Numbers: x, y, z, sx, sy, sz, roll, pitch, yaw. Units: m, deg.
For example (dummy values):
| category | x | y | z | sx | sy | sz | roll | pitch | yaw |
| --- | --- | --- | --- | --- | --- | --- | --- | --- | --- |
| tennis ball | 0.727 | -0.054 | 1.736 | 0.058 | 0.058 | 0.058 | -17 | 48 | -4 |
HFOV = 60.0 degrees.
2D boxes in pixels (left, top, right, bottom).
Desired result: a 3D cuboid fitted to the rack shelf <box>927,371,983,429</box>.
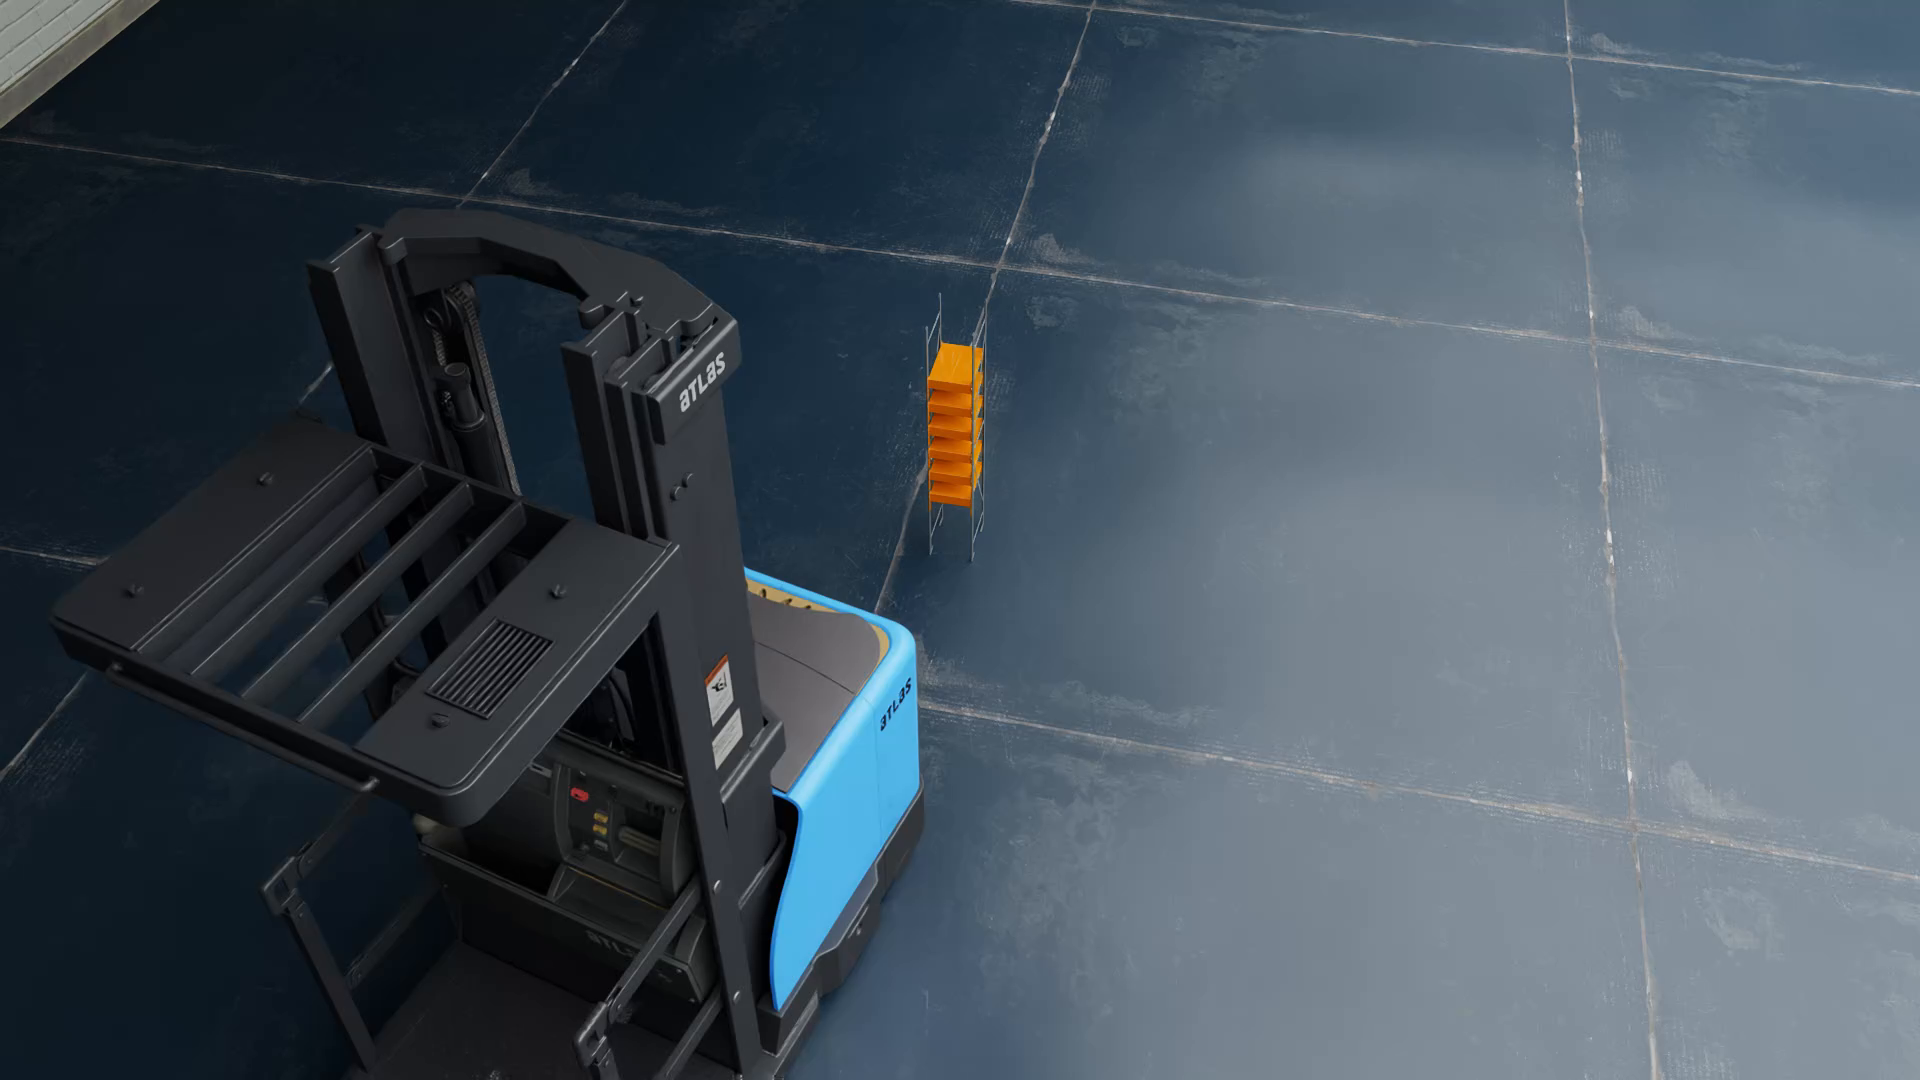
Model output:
| category | x | y | z | sx | sy | sz | roll | pitch | yaw |
| --- | --- | --- | --- | --- | --- | --- | --- | --- | --- |
| rack shelf | -0.014 | -0.575 | 6.661 | 0.180 | 0.103 | 0.258 | 9 | 45 | 9 |

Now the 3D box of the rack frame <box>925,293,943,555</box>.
| category | x | y | z | sx | sy | sz | roll | pitch | yaw |
| --- | --- | --- | --- | --- | --- | --- | --- | --- | --- |
| rack frame | -0.103 | -0.448 | 6.811 | 0.006 | 1.200 | 0.240 | 9 | 45 | 9 |

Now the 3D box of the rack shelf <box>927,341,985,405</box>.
| category | x | y | z | sx | sy | sz | roll | pitch | yaw |
| --- | --- | --- | --- | --- | --- | --- | --- | --- | --- |
| rack shelf | -0.014 | -0.662 | 6.577 | 0.180 | 0.103 | 0.258 | 9 | 45 | 9 |

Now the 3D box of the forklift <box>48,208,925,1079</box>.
| category | x | y | z | sx | sy | sz | roll | pitch | yaw |
| --- | --- | --- | --- | --- | --- | --- | --- | --- | --- |
| forklift | -1.229 | 0.776 | 4.290 | 1.130 | 2.935 | 3.031 | 19 | 47 | 18 |

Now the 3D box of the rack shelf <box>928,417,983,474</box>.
| category | x | y | z | sx | sy | sz | roll | pitch | yaw |
| --- | --- | --- | --- | --- | --- | --- | --- | --- | --- |
| rack shelf | -0.014 | -0.402 | 6.827 | 0.180 | 0.103 | 0.258 | 9 | 45 | 9 |

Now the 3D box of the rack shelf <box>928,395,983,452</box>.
| category | x | y | z | sx | sy | sz | roll | pitch | yaw |
| --- | --- | --- | --- | --- | --- | --- | --- | --- | --- |
| rack shelf | -0.014 | -0.489 | 6.744 | 0.180 | 0.103 | 0.258 | 9 | 45 | 9 |

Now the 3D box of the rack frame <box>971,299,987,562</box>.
| category | x | y | z | sx | sy | sz | roll | pitch | yaw |
| --- | --- | --- | --- | --- | --- | --- | --- | --- | --- |
| rack frame | 0.075 | -0.421 | 6.782 | 0.006 | 1.200 | 0.240 | 9 | 45 | 9 |

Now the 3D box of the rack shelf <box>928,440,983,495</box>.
| category | x | y | z | sx | sy | sz | roll | pitch | yaw |
| --- | --- | --- | --- | --- | --- | --- | --- | --- | --- |
| rack shelf | -0.014 | -0.316 | 6.910 | 0.180 | 0.103 | 0.258 | 9 | 45 | 9 |

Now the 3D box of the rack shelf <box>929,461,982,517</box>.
| category | x | y | z | sx | sy | sz | roll | pitch | yaw |
| --- | --- | --- | --- | --- | --- | --- | --- | --- | --- |
| rack shelf | -0.014 | -0.230 | 6.993 | 0.180 | 0.103 | 0.258 | 9 | 45 | 9 |

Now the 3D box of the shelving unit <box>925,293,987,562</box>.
| category | x | y | z | sx | sy | sz | roll | pitch | yaw |
| --- | --- | --- | --- | --- | --- | --- | --- | --- | --- |
| shelving unit | -0.014 | -0.434 | 6.796 | 0.189 | 1.200 | 0.258 | 9 | 45 | 9 |
